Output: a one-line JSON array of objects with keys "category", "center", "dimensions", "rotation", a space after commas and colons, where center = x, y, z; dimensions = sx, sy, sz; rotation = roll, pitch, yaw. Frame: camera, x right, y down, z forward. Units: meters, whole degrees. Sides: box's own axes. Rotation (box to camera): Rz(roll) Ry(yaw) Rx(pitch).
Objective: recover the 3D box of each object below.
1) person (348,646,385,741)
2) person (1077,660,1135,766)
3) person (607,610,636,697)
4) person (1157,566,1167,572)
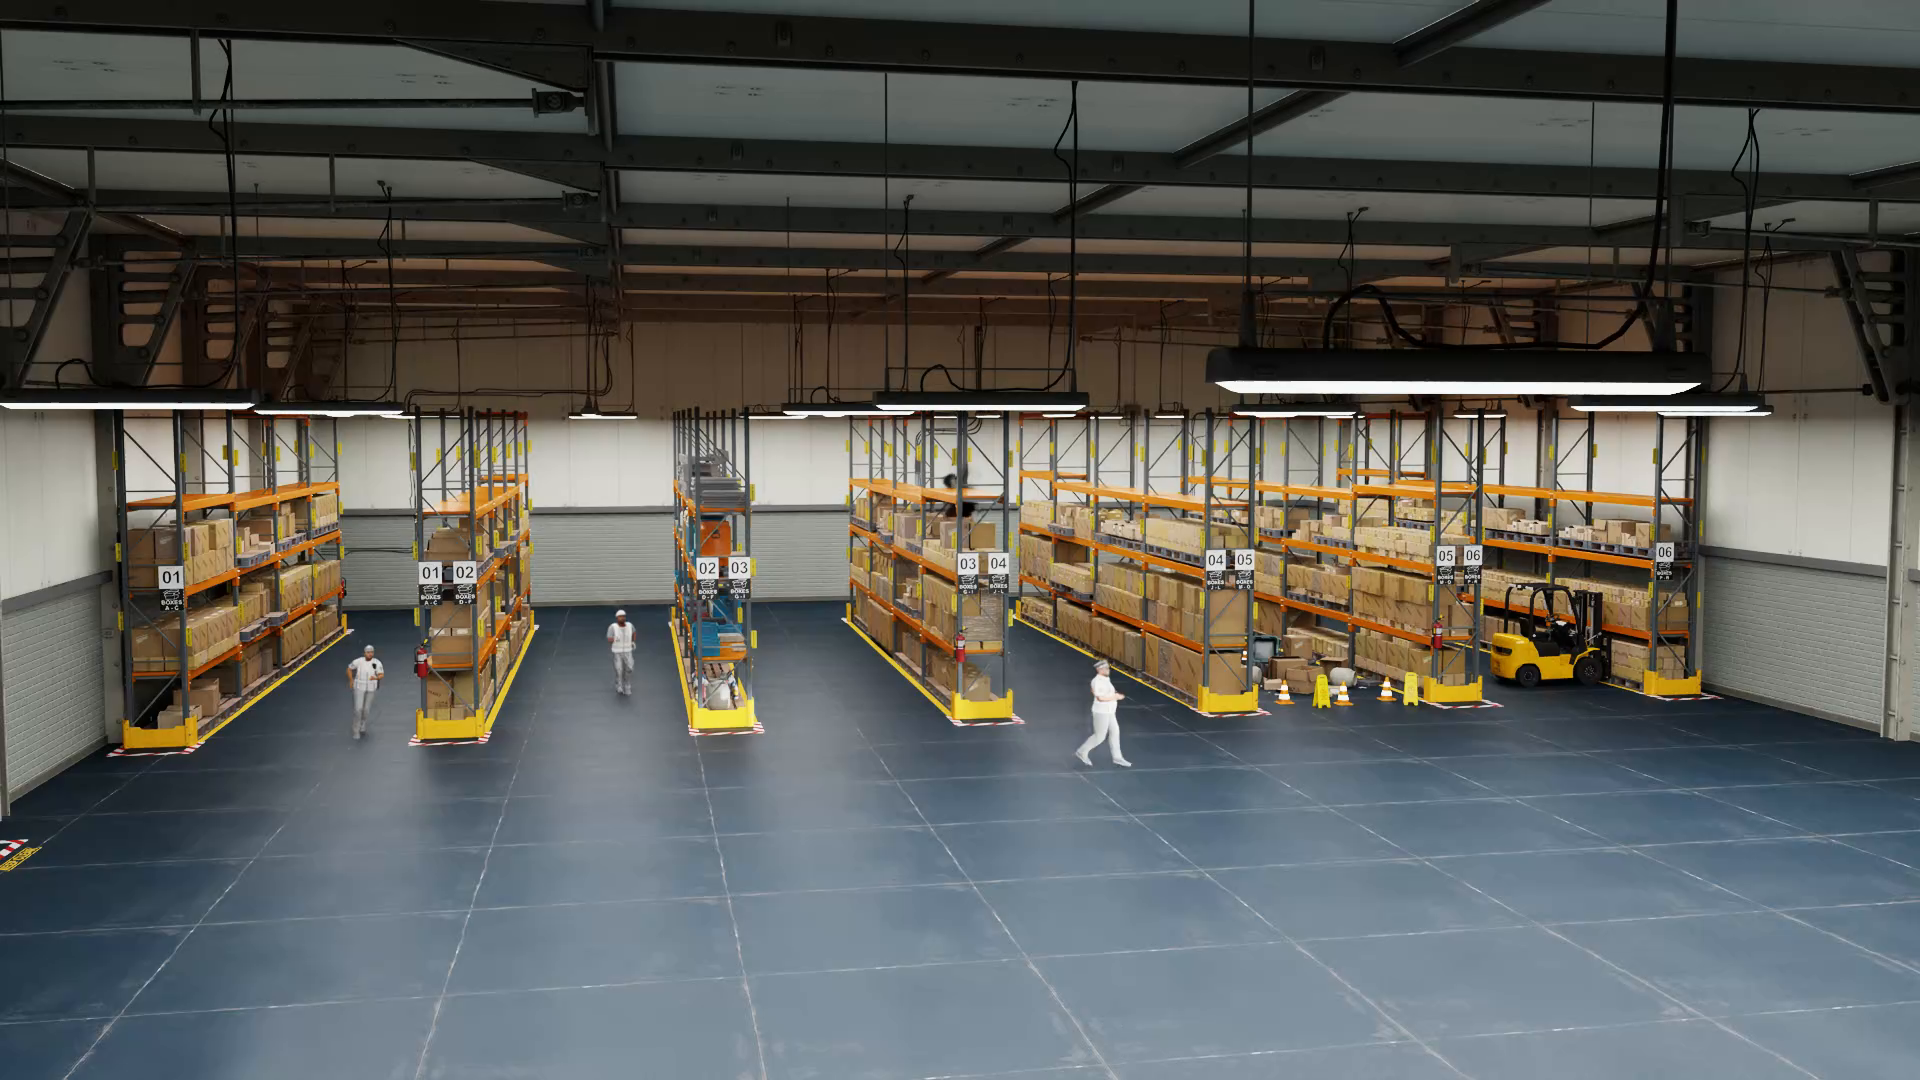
[{"category": "person", "center": [-10.813, 2.763, 30.323], "dimensions": [0.612, 1.697, 0.843], "rotation": [-2, 5, -29]}, {"category": "person", "center": [2.417, 2.855, 27.466], "dimensions": [0.941, 1.765, 0.668], "rotation": [1, 4, 14]}, {"category": "person", "center": [-7.037, 2.368, 34.711], "dimensions": [0.651, 1.828, 0.715], "rotation": [-2, 4, -22]}, {"category": "person", "center": [6.152, 1.289, 50.906], "dimensions": [0.484, 1.627, 0.611], "rotation": [-1, 4, -14]}]
